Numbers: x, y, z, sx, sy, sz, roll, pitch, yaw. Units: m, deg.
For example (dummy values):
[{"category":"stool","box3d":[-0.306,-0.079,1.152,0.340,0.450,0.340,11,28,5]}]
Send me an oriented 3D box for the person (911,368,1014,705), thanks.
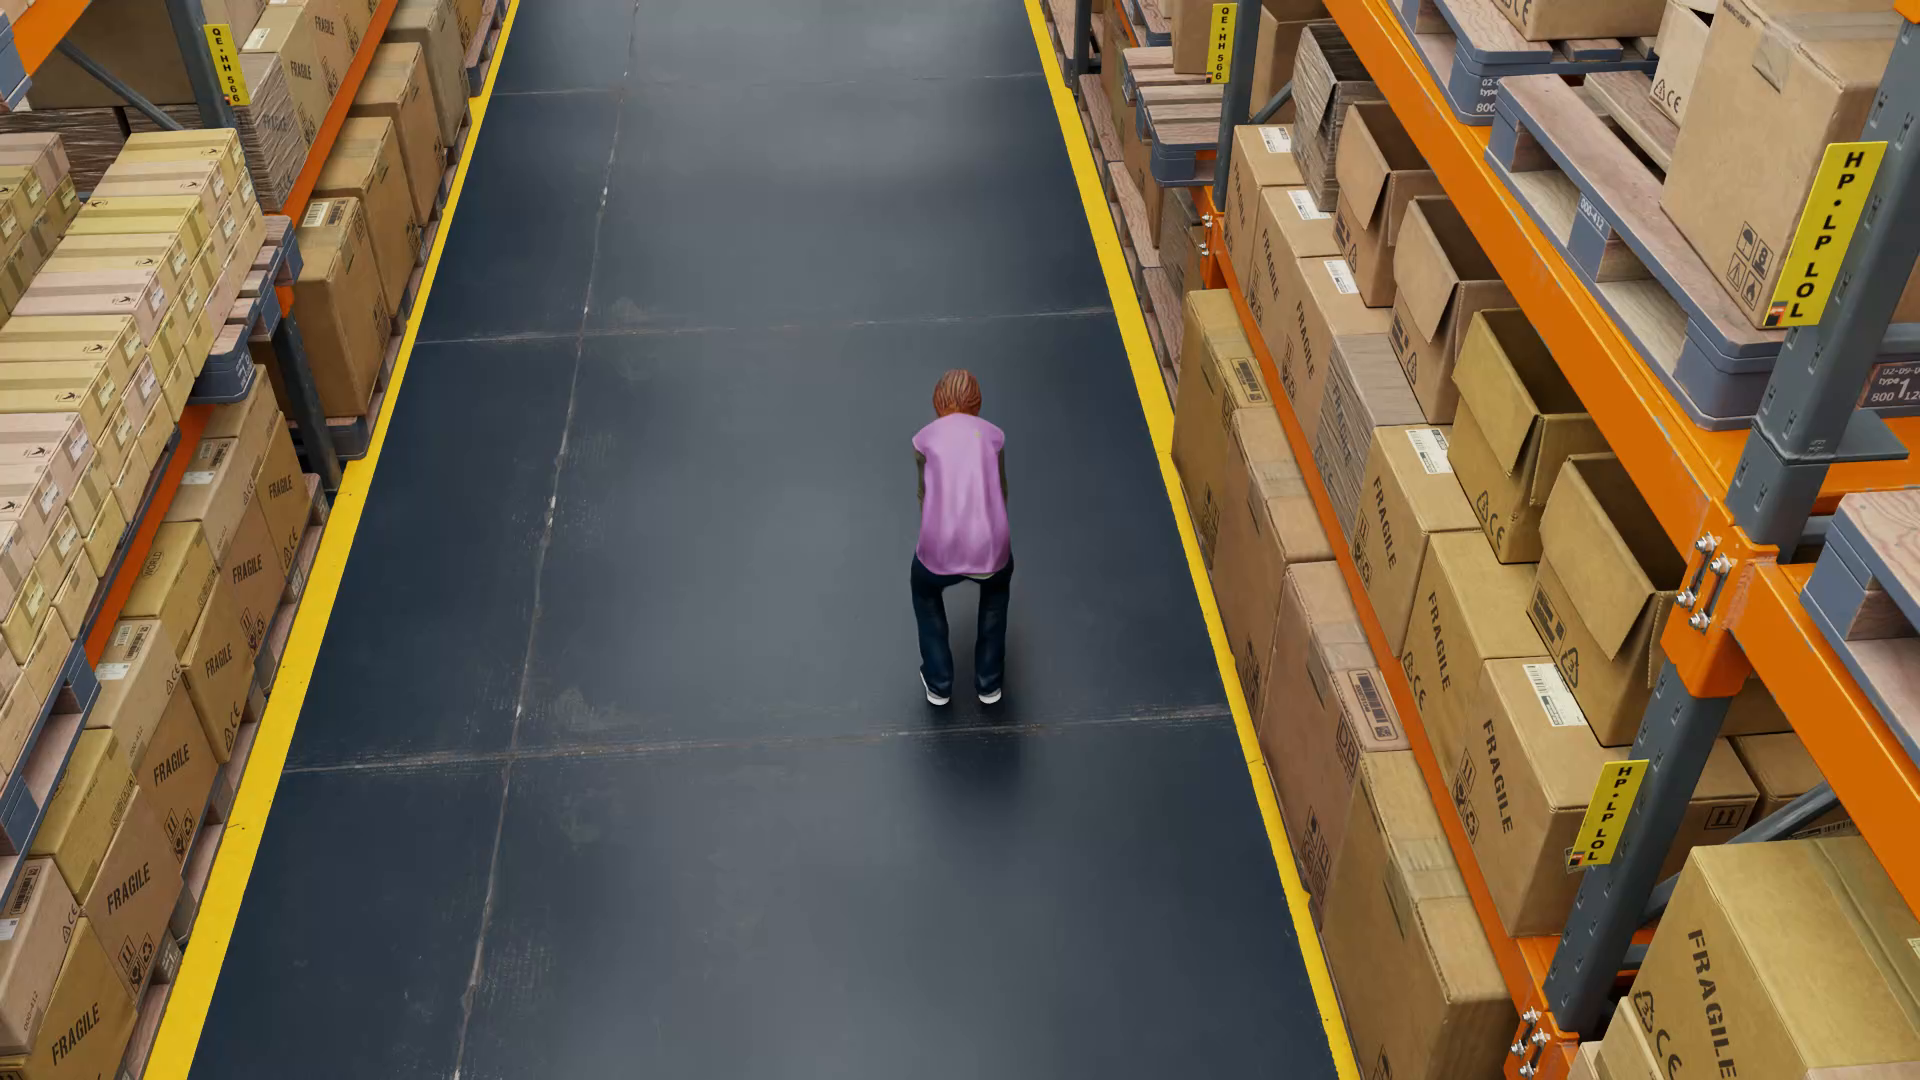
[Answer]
[{"category":"person","box3d":[0.005,0.024,6.474,0.413,1.166,0.826,-3,40,-4]}]
